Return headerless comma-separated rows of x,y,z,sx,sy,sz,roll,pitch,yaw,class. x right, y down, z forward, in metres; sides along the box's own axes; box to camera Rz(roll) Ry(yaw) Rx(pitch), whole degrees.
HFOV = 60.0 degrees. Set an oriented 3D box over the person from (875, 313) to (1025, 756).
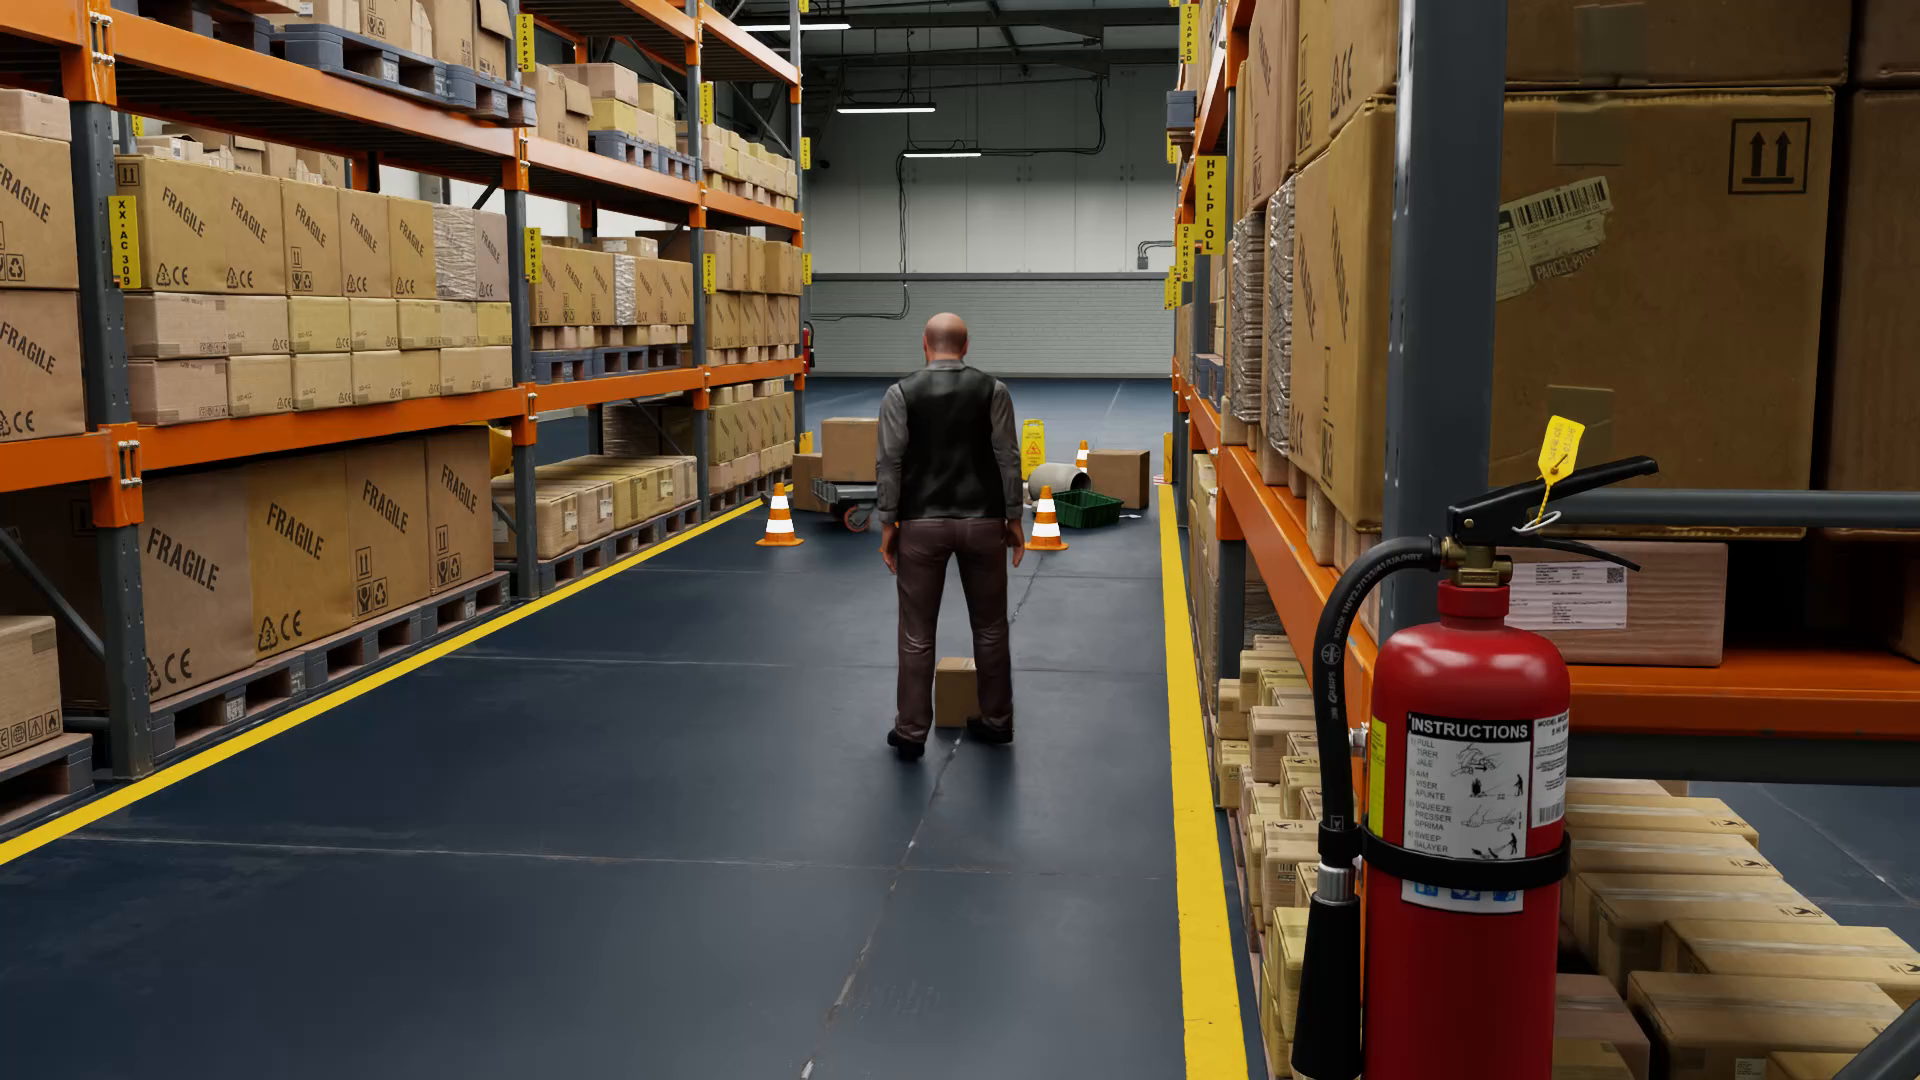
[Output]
-0.046,-0.030,6.517,0.582,1.706,0.463,-1,8,-7,person
